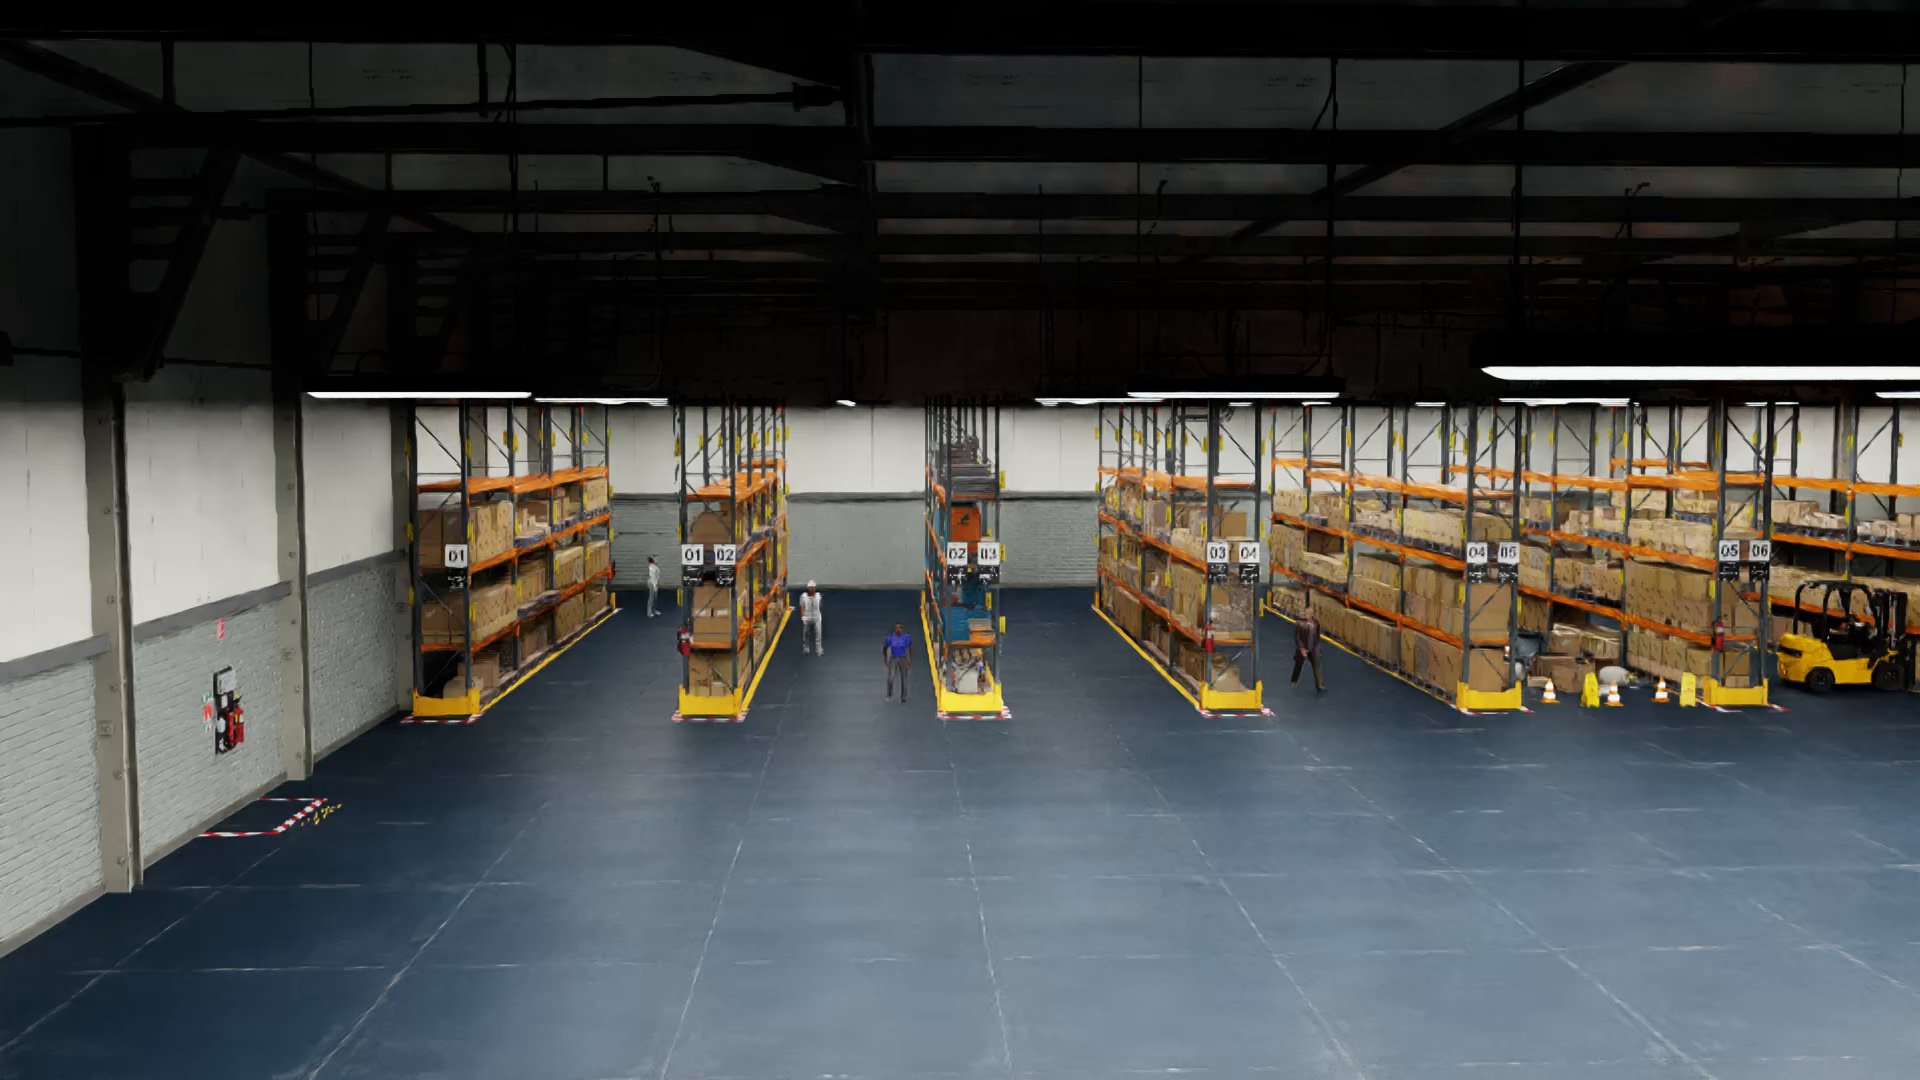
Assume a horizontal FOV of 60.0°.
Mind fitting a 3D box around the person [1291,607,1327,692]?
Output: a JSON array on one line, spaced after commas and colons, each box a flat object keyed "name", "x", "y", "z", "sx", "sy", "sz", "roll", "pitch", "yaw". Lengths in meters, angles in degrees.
[{"name": "person", "x": 7.041, "y": 2.189, "z": 33.672, "sx": 0.607, "sy": 1.691, "sz": 1.170, "roll": -1, "pitch": 5, "yaw": -11}]

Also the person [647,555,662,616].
[{"name": "person", "x": -8.474, "y": 1.237, "z": 45.981, "sx": 0.367, "sy": 1.684, "sz": 0.602, "roll": 0, "pitch": 5, "yaw": -3}]

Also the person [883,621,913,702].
[{"name": "person", "x": -1.205, "y": 2.366, "z": 32.458, "sx": 0.593, "sy": 1.603, "sz": 0.509, "roll": 0, "pitch": 5, "yaw": -3}]

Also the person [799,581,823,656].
[{"name": "person", "x": -3.451, "y": 1.805, "z": 38.564, "sx": 0.554, "sy": 1.724, "sz": 1.029, "roll": -1, "pitch": 5, "yaw": -11}]
